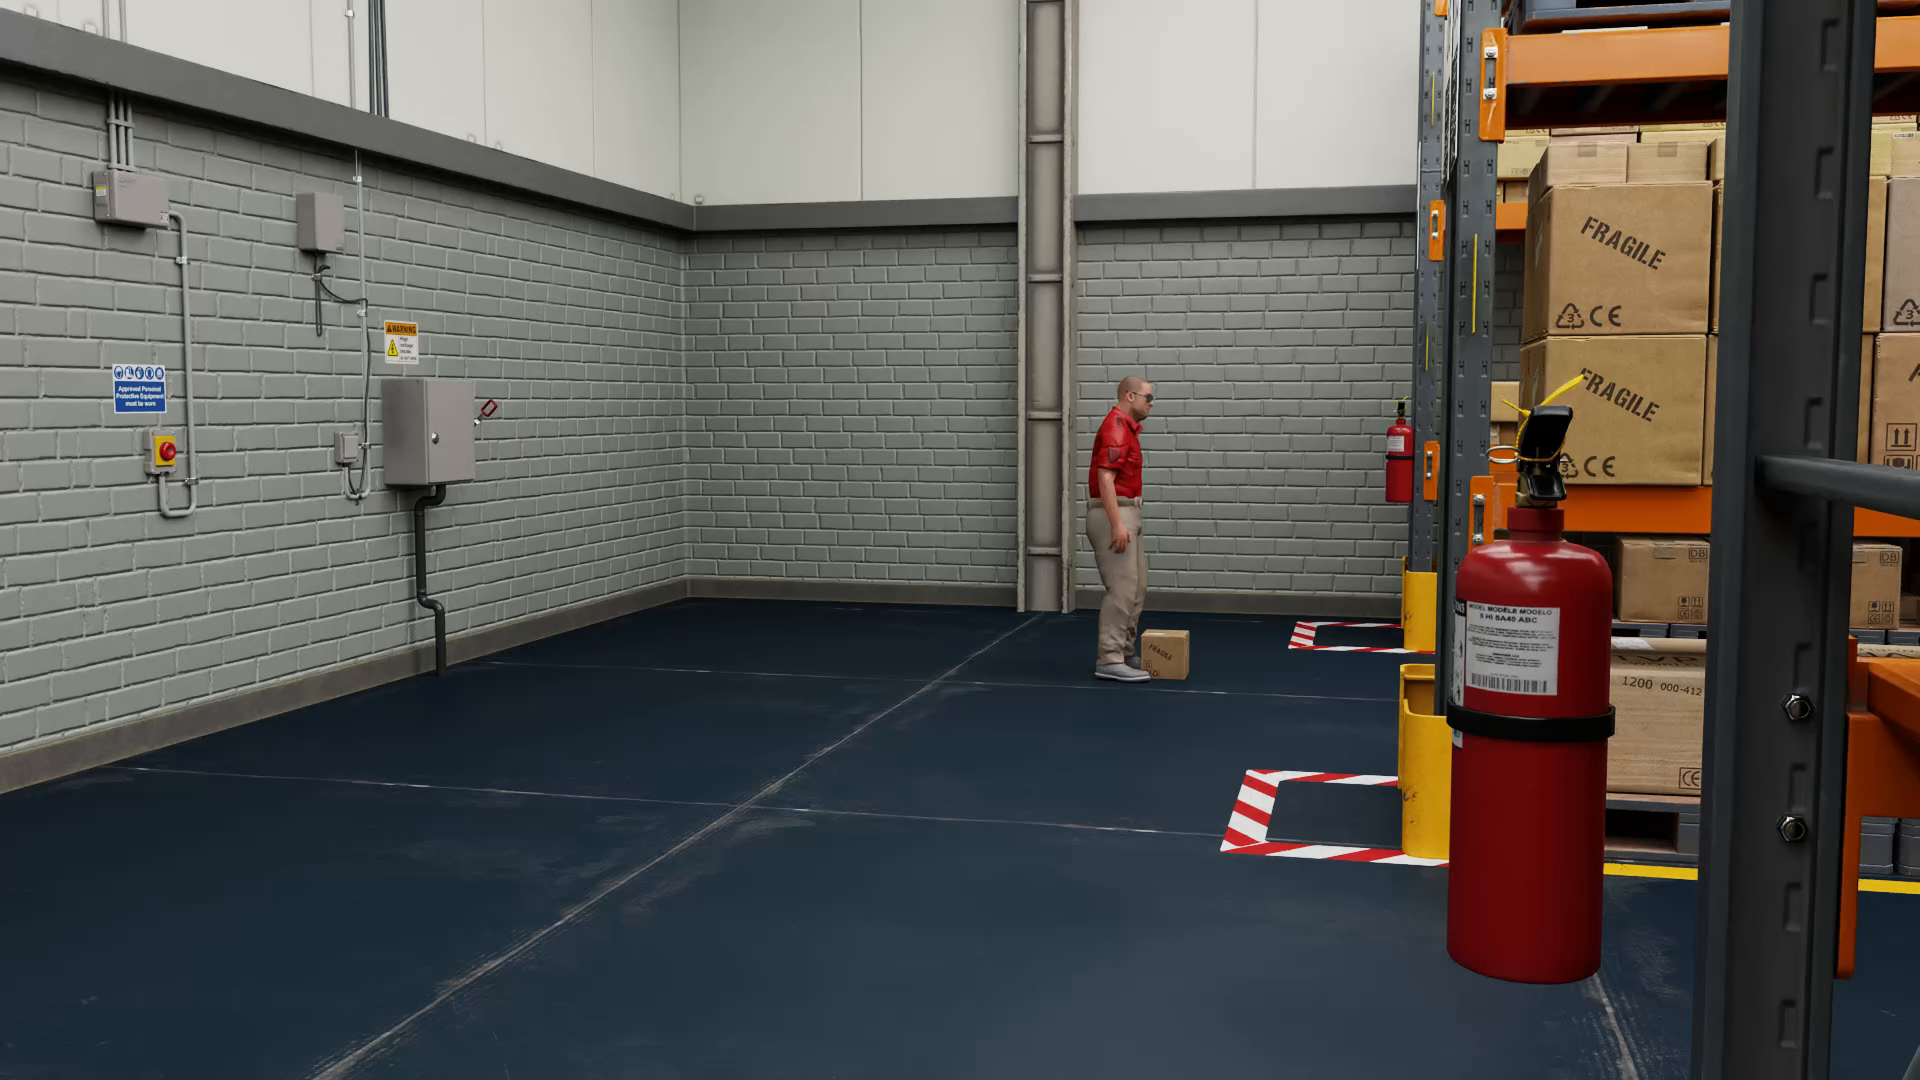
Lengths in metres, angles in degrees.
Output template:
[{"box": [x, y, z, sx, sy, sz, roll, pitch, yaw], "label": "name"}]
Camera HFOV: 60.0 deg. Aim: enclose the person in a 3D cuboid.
[{"box": [0.949, -0.081, 9.569, 0.428, 1.726, 0.585, 1, 5, 14], "label": "person"}]
